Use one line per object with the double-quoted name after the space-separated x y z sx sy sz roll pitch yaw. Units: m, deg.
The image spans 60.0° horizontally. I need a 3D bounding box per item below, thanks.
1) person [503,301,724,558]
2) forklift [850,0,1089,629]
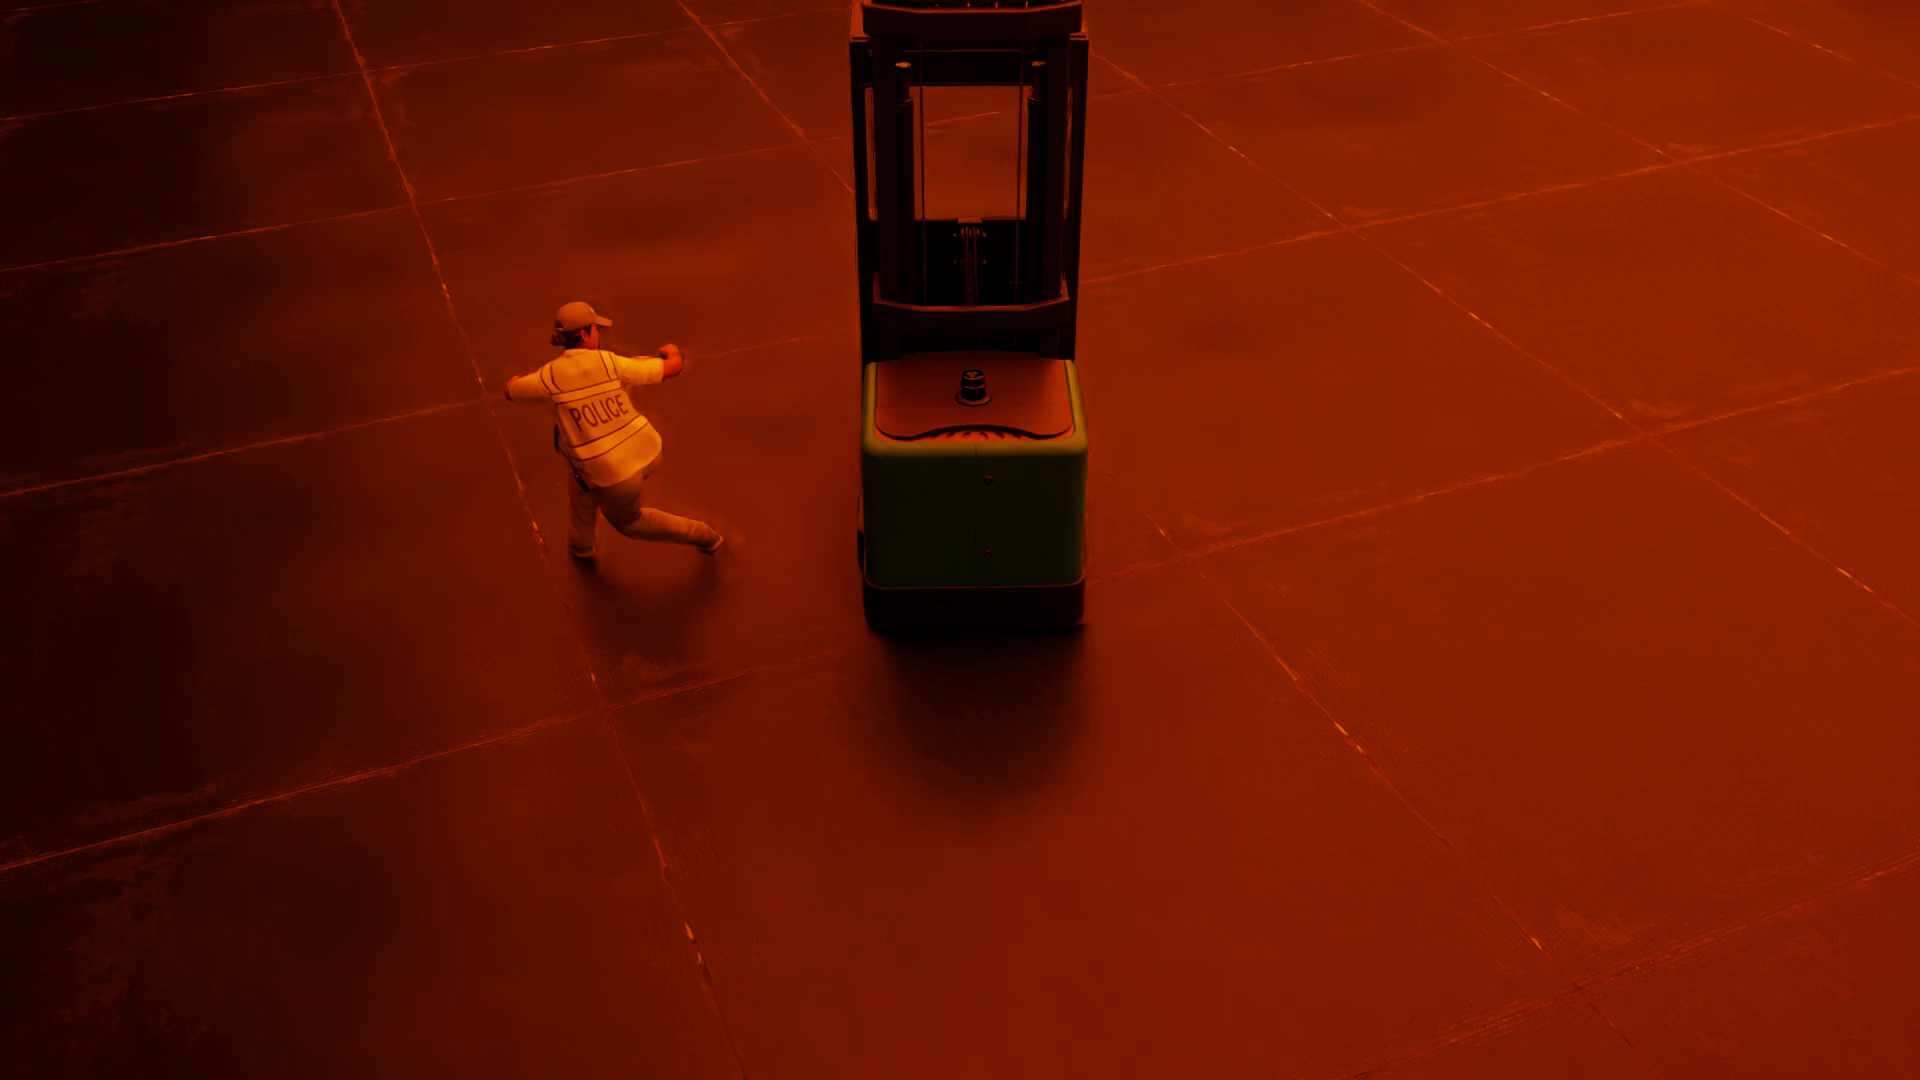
-1.723 -0.554 8.192 1.062 1.437 0.836 25 42 31 "person"
0.035 -1.596 8.343 1.130 2.935 3.031 -1 35 -1 "forklift"
